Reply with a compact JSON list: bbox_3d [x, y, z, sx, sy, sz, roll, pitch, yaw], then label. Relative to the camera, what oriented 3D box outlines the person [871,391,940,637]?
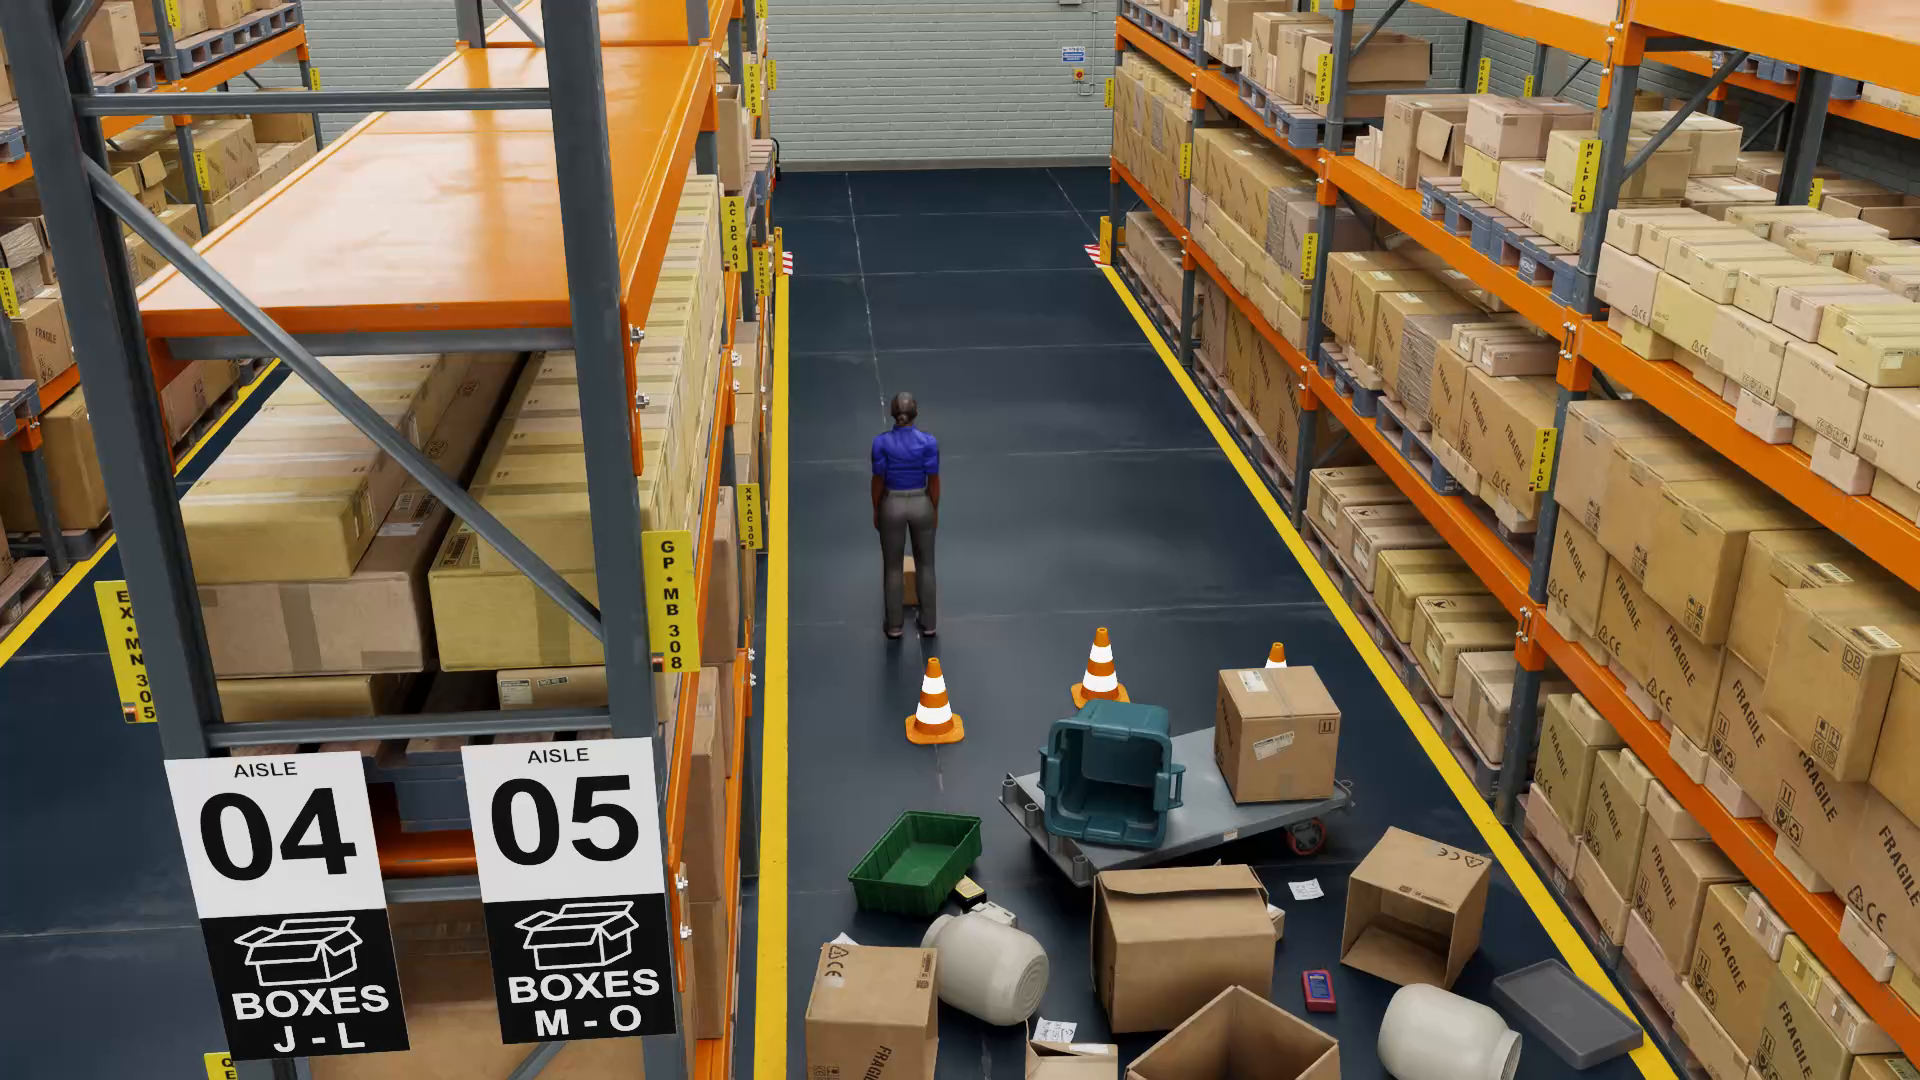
[{"bbox_3d":[-0.349,-0.172,10.675,0.442,1.661,0.307,-2,24,-4],"label":"person"}]
